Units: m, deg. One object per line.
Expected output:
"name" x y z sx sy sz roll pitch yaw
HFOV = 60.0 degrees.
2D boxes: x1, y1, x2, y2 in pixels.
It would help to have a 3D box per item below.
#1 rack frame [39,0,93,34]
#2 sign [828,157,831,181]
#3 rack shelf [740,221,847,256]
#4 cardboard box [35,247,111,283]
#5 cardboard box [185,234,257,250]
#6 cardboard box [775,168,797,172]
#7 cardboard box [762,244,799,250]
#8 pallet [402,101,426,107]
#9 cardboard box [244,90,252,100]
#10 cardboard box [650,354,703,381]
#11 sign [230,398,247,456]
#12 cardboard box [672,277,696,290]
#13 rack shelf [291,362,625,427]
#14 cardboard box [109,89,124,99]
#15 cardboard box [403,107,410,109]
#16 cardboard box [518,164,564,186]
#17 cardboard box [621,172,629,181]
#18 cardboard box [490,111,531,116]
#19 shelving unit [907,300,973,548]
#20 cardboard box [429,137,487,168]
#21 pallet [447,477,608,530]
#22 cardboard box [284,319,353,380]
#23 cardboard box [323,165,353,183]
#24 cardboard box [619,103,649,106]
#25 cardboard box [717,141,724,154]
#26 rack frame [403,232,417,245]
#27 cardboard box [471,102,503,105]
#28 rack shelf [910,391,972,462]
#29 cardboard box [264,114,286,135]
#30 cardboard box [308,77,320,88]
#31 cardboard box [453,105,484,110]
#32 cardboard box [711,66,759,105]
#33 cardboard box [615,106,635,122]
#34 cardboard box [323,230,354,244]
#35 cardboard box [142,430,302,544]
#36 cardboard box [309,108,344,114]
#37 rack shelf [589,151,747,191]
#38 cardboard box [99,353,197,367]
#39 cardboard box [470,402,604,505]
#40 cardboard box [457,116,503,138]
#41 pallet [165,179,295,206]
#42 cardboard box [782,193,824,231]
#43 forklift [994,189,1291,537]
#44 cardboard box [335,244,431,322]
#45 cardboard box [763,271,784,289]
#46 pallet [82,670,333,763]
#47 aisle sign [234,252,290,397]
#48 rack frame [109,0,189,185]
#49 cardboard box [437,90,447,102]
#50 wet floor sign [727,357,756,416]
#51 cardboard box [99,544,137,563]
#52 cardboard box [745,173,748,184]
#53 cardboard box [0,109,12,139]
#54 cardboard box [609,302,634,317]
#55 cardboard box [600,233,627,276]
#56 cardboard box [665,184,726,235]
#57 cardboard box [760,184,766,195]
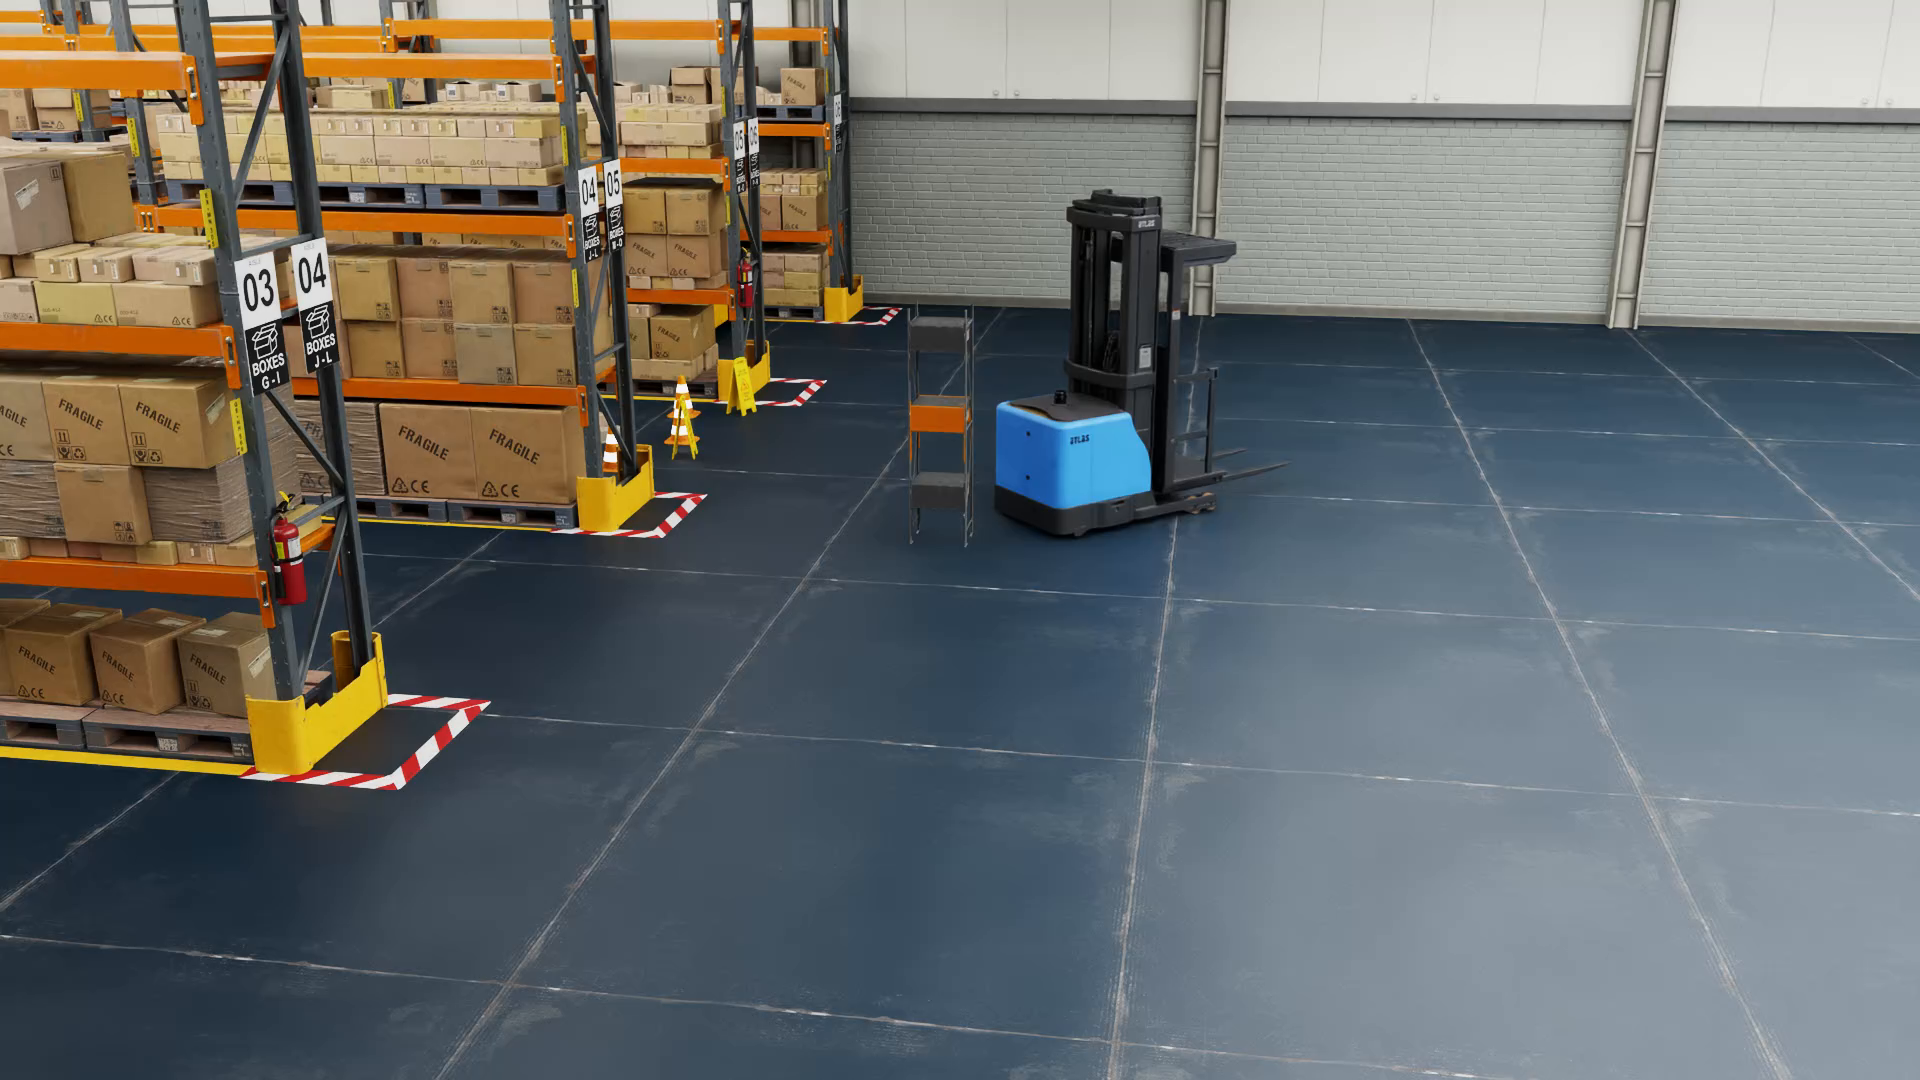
"rack frame" -13.605 -8.244 25.259 0.127 3.000 1.000 3 19 9
"sign" -1.857 -5.287 23.679 0.005 0.325 0.100 3 19 9
"rack shelf" -3.731 -4.554 24.821 4.000 0.370 1.077 3 19 9
"cardboard box" -5.213 -1.626 9.816 0.250 0.149 0.380 3 19 9
"cardboard box" -4.588 -1.805 10.351 0.250 0.149 0.380 3 19 10
"cardboard box" -2.570 -5.407 24.588 0.250 0.149 0.380 3 19 10
"cardboard box" -2.695 -4.272 24.938 0.500 0.250 0.500 3 19 9
"pallet" -7.867 -6.469 24.980 1.213 0.211 1.003 4 19 11
"cardboard box" -10.552 -6.721 25.043 0.250 0.149 0.380 3 19 10
"cardboard box" -3.405 -2.092 20.001 0.500 0.250 0.500 3 19 8
"sign" -4.220 -0.661 9.728 0.005 0.325 0.100 3 19 9
"cardboard box" -3.211 -3.050 19.588 0.250 0.149 0.380 3 19 8
"rack shelf" -5.200 -1.443 15.523 4.000 0.370 1.077 3 19 9
"cardboard box" -12.621 -6.764 25.139 0.250 0.149 0.380 3 19 9
"cardboard box" -7.003 -5.146 20.304 0.500 0.250 0.500 2 19 7
"cardboard box" -3.608 -3.144 14.322 0.250 0.149 0.380 3 19 9
"cardboard box" -4.913 -5.388 24.531 0.250 0.149 0.380 3 19 8
"cardboard box" -4.005 -3.754 14.888 0.250 0.149 0.380 3 19 8
"shelving unit" -0.163 -1.004 14.495 0.503 2.100 0.431 3 19 9
"cardboard box" -4.247 -3.385 14.414 0.500 0.250 0.500 3 19 9
"pallet" -4.028 -0.377 15.597 1.213 0.211 1.003 3 19 9
"cardboard box" -5.748 -1.857 15.389 0.550 0.550 0.875 3 19 9
"cardboard box" -5.368 -3.234 14.589 0.250 0.149 0.380 3 19 9
"cardboard box" -3.843 -5.061 19.613 0.250 0.149 0.380 3 19 8
"cardboard box" -2.816 -4.661 19.676 0.250 0.149 0.380 3 19 9
"rack frame" -6.490 -3.441 20.360 0.127 3.000 1.000 3 19 9
"cardboard box" -5.631 -5.145 19.863 0.250 0.149 0.380 3 19 10
"rack shelf" -0.163 -0.991 14.499 0.480 0.518 0.431 3 19 9
"cardboard box" -5.863 -3.638 14.540 0.250 0.149 0.380 3 19 9
"cardboard box" -9.975 -6.984 25.361 0.250 0.149 0.380 2 19 7
"cardboard box" -5.710 -4.984 19.384 0.250 0.149 0.380 2 19 7
"cardboard box" -3.228 -6.540 23.918 0.500 0.500 0.700 3 19 9
"cardboard box" -3.907 -4.921 19.196 0.250 0.149 0.380 3 19 9
"cardboard box" -7.472 -3.804 20.158 0.500 0.500 0.500 3 19 9
"cardboard box" -4.651 -0.360 10.524 0.500 0.500 0.875 3 19 9
"cardboard box" -5.763 -3.844 15.156 0.250 0.149 0.380 3 19 9
"rack shelf" -4.515 -4.422 19.697 4.000 0.370 1.077 3 19 9
"cardboard box" -5.105 -0.938 10.677 0.500 0.500 0.500 3 19 9
"cardboard box" -3.906 -0.889 15.419 0.875 0.875 0.875 3 19 9
"cardboard box" -4.112 -3.548 14.273 0.250 0.149 0.380 3 19 10
"pallet" -6.369 -3.221 15.115 1.213 0.211 1.003 3 19 9
"cardboard box" -2.284 -4.785 24.218 0.500 0.500 0.500 3 19 7
"forklift" 1.824 -1.759 15.442 3.031 2.935 1.130 -12 22 -32
"cardboard box" -5.219 -2.353 15.171 0.500 0.550 0.875 3 19 9
"cardboard box" -2.780 -3.882 24.562 0.500 0.250 0.500 3 19 8
"pallet" -4.984 1.132 11.088 1.213 0.211 1.003 3 19 9
"aisle sign" -4.099 -1.271 9.776 0.004 0.787 0.394 3 19 9
"rack frame" -7.175 -4.730 14.758 0.127 3.000 1.000 3 19 9
"cardboard box" -7.602 -6.545 24.486 0.250 0.149 0.380 3 19 8
"wet floor sign" -2.523 -1.778 19.101 0.232 0.644 0.267 10 21 27
"cardboard box" -5.173 0.008 10.448 0.250 0.149 0.380 3 19 9
"cardboard box" -3.164 -5.264 24.161 0.250 0.149 0.380 3 19 10
"cardboard box" -9.364 -3.803 15.738 0.500 0.500 0.500 3 19 9
"cardboard box" -3.994 -2.768 19.815 0.250 0.149 0.380 3 19 10
"cardboard box" -4.107 -3.422 19.677 0.500 0.500 0.500 3 19 8
"cardboard box" -3.079 -3.860 19.409 0.500 0.500 0.700 2 19 7
"cardboard box" -2.890 -5.131 24.232 0.250 0.149 0.380 3 19 8
